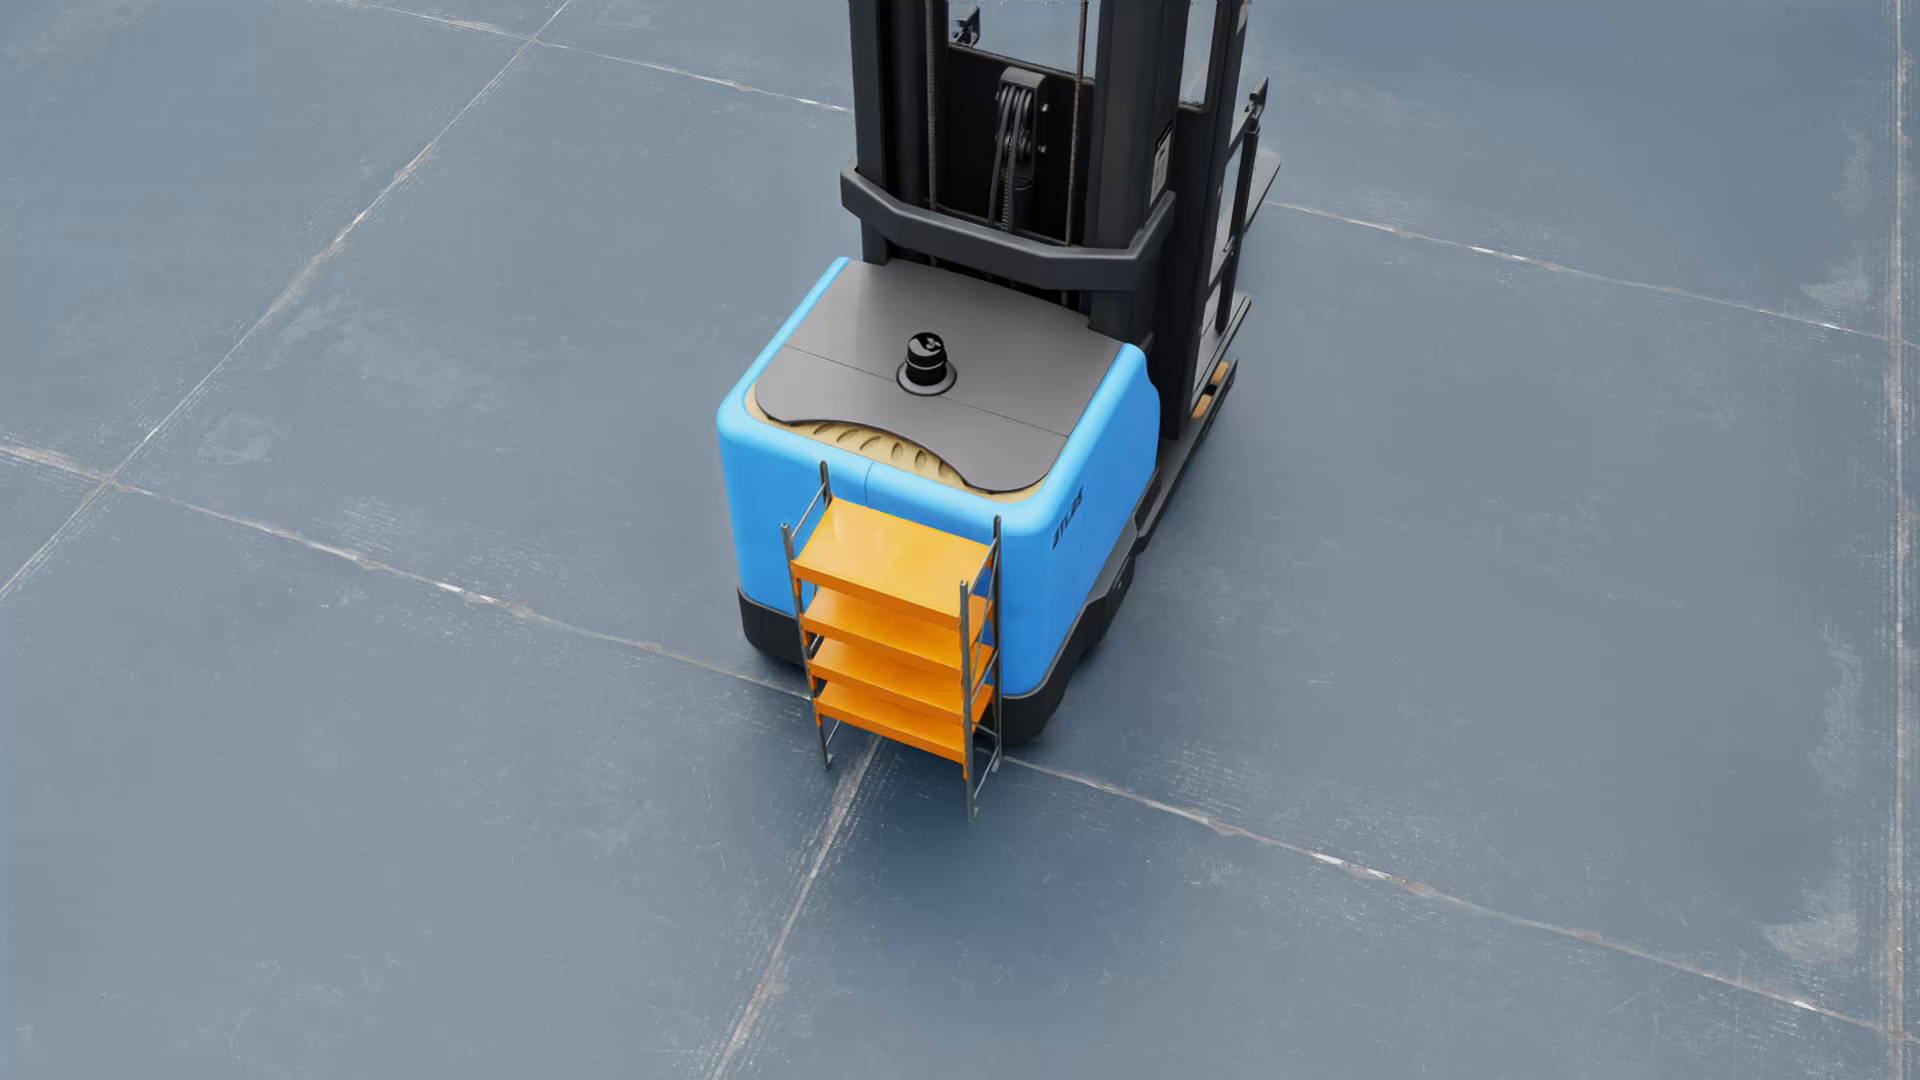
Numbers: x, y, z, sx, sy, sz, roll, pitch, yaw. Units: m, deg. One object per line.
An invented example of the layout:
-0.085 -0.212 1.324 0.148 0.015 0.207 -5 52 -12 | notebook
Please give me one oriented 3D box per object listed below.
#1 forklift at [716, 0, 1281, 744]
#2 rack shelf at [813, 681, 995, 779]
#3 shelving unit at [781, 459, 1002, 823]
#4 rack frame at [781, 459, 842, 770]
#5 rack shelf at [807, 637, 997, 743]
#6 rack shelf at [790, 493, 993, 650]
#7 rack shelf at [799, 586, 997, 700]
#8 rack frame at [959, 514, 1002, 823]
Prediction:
0.375 -1.464 5.079 1.130 2.935 3.031 19 52 16 | forklift
-0.155 0.486 4.877 0.480 0.148 0.258 18 54 15 | rack shelf
-0.161 0.322 4.668 0.503 1.200 0.258 18 54 15 | shelving unit
-0.386 0.250 4.730 0.015 1.200 0.240 18 54 15 | rack frame
-0.160 0.363 4.721 0.480 0.148 0.258 18 54 15 | rack shelf
-0.169 0.079 4.359 0.480 0.148 0.258 18 54 15 | rack shelf
-0.164 0.225 4.545 0.480 0.148 0.258 18 54 15 | rack shelf
0.064 0.393 4.606 0.015 1.200 0.240 18 54 15 | rack frame
